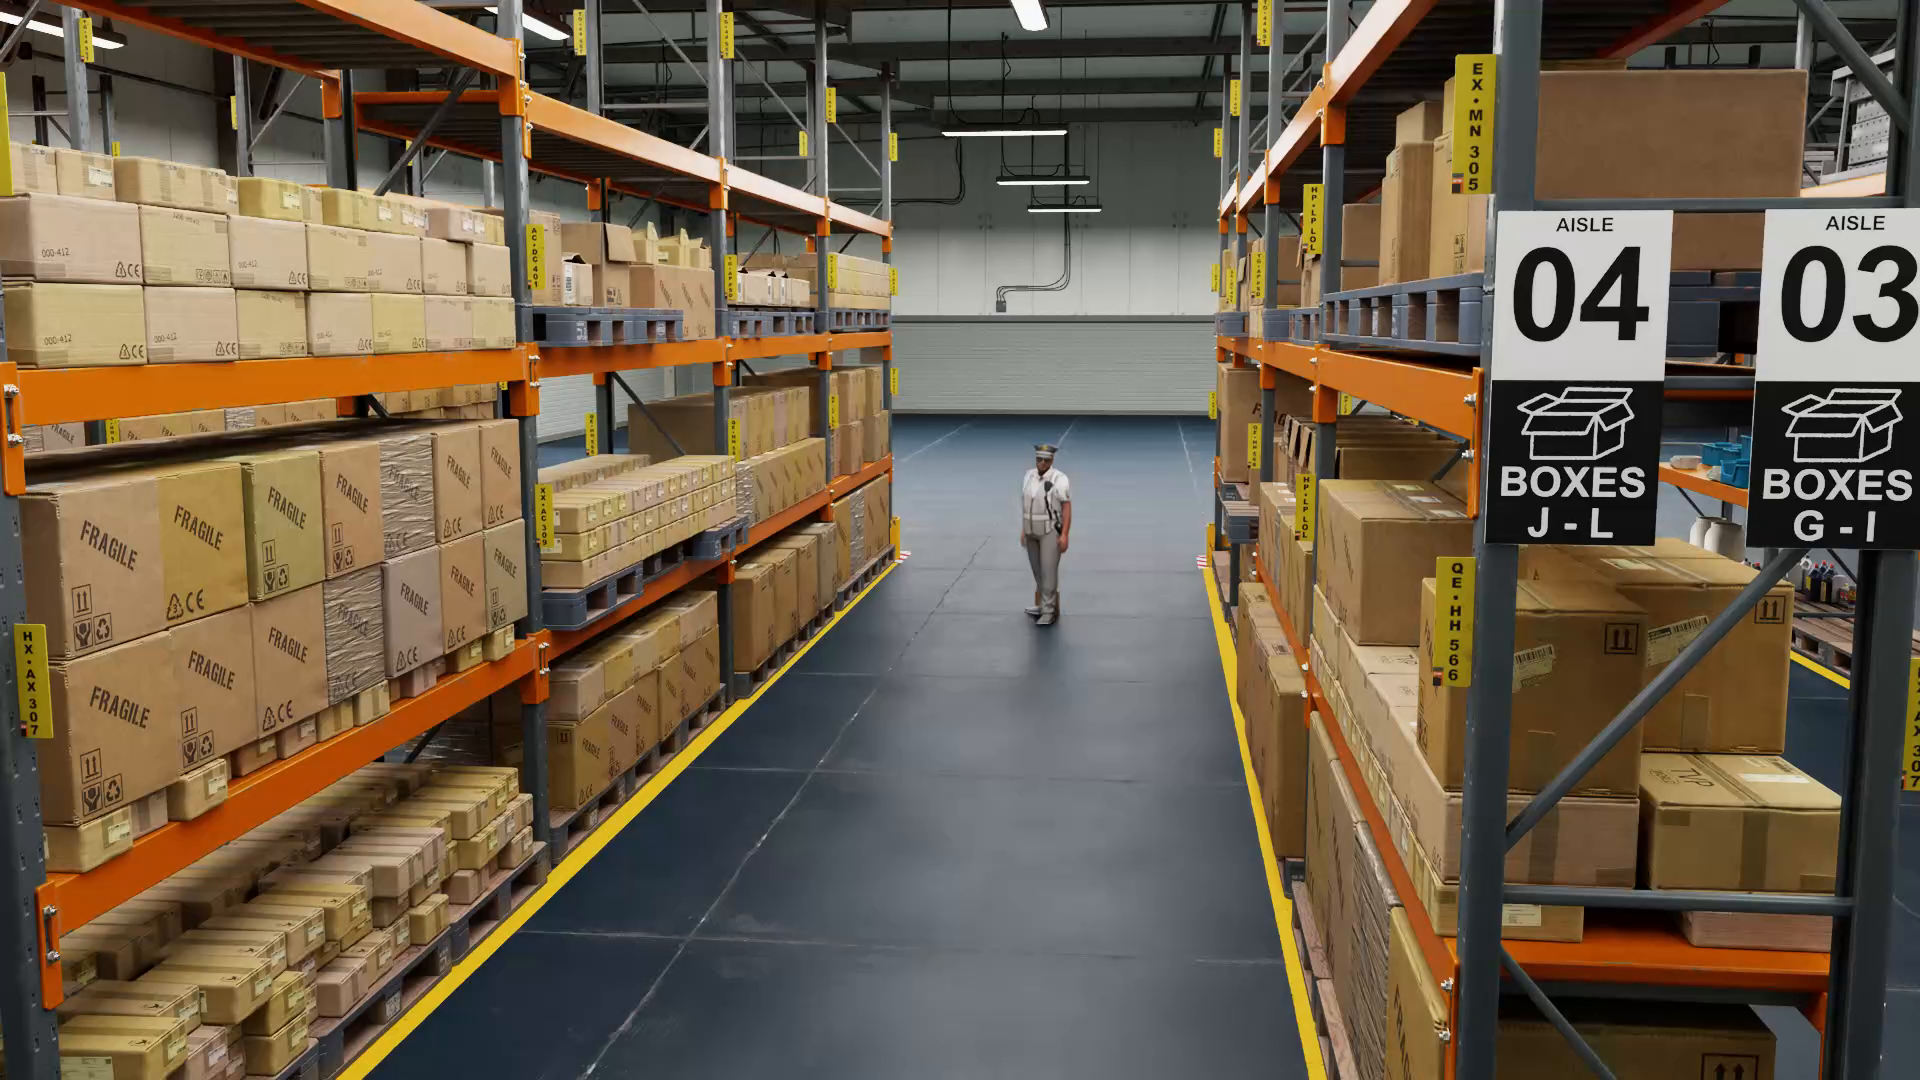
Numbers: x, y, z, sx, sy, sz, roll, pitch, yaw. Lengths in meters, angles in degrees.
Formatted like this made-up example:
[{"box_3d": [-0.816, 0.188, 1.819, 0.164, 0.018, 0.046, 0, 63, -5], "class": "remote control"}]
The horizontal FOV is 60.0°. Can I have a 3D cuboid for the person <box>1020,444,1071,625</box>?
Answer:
[{"box_3d": [0.821, -0.076, 16.315, 0.569, 1.752, 0.576, 7, 10, 42], "class": "person"}]
